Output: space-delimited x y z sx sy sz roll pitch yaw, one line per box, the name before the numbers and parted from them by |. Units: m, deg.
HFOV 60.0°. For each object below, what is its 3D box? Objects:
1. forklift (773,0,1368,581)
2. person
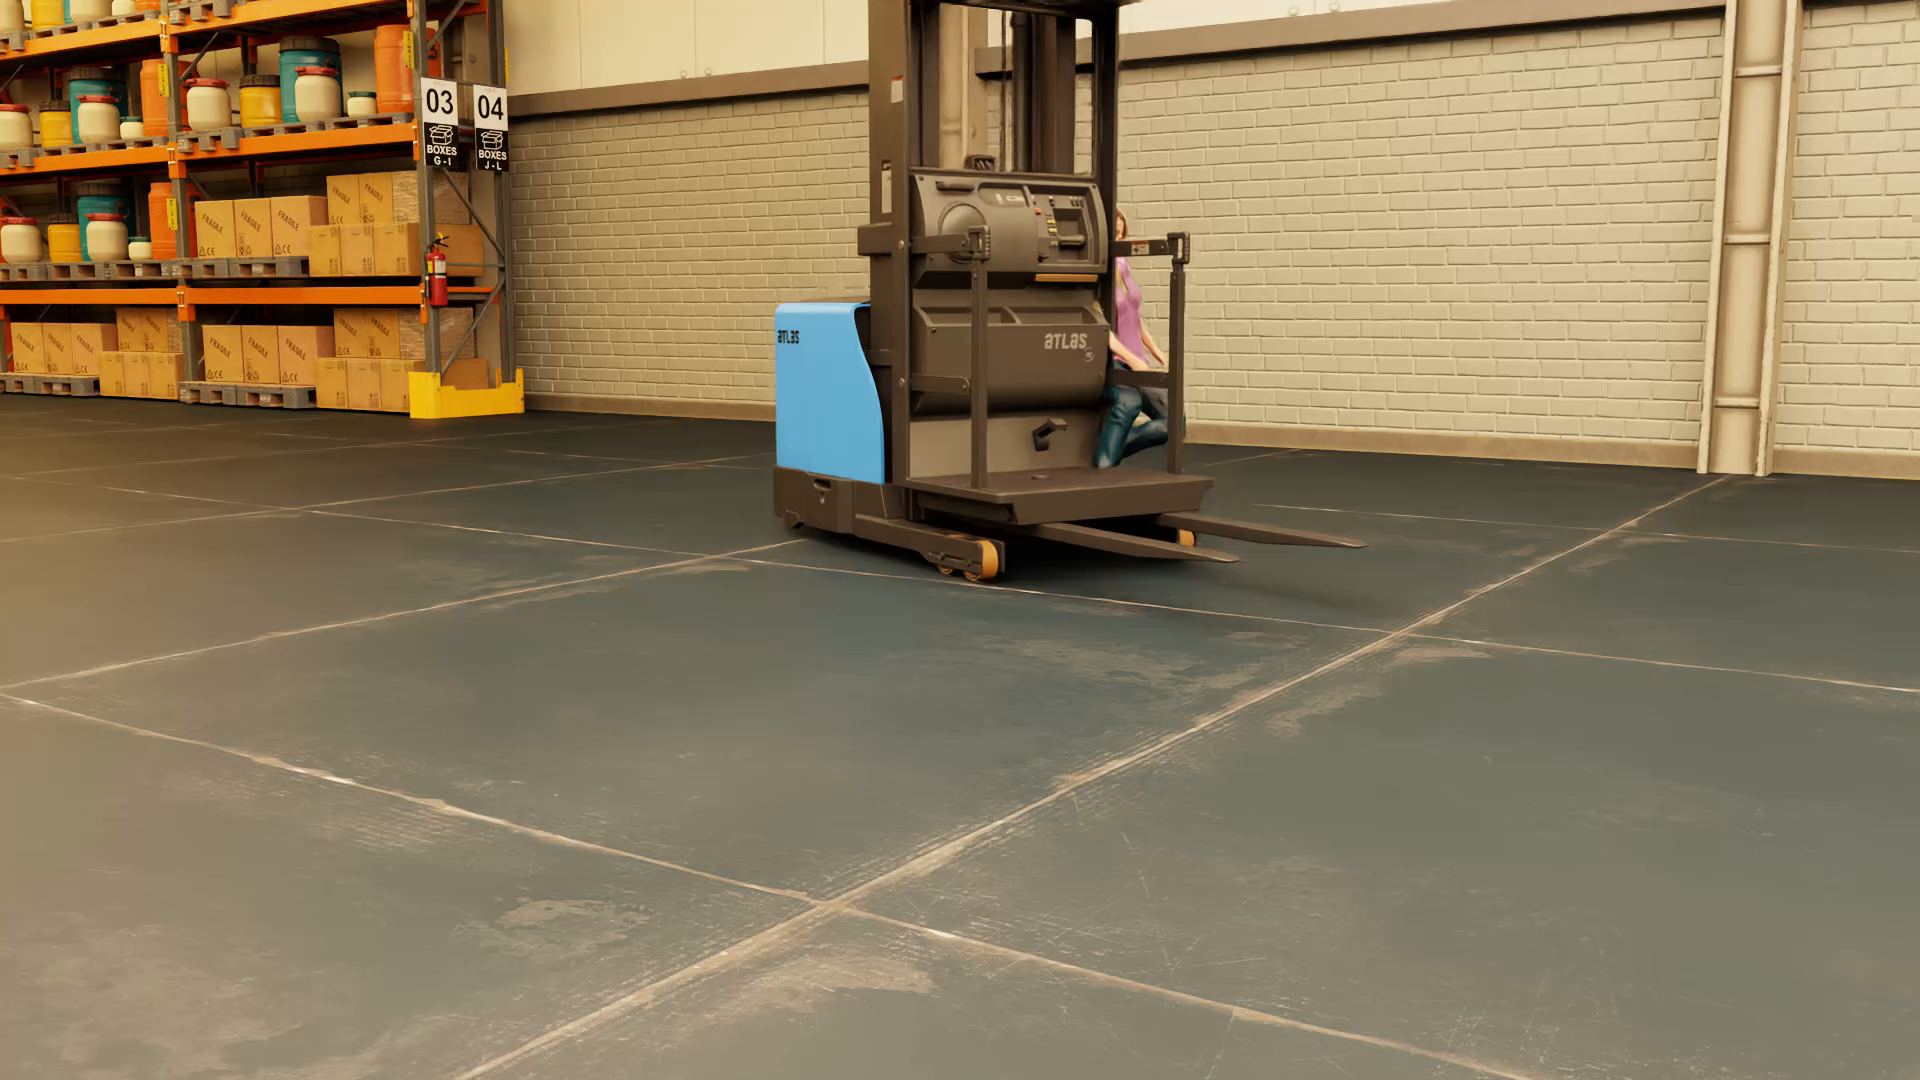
forklift | 0.341 -1.365 6.788 1.130 2.935 3.031 -5 10 -33
person | 0.732 -0.834 7.469 0.570 1.330 0.666 7 11 41
